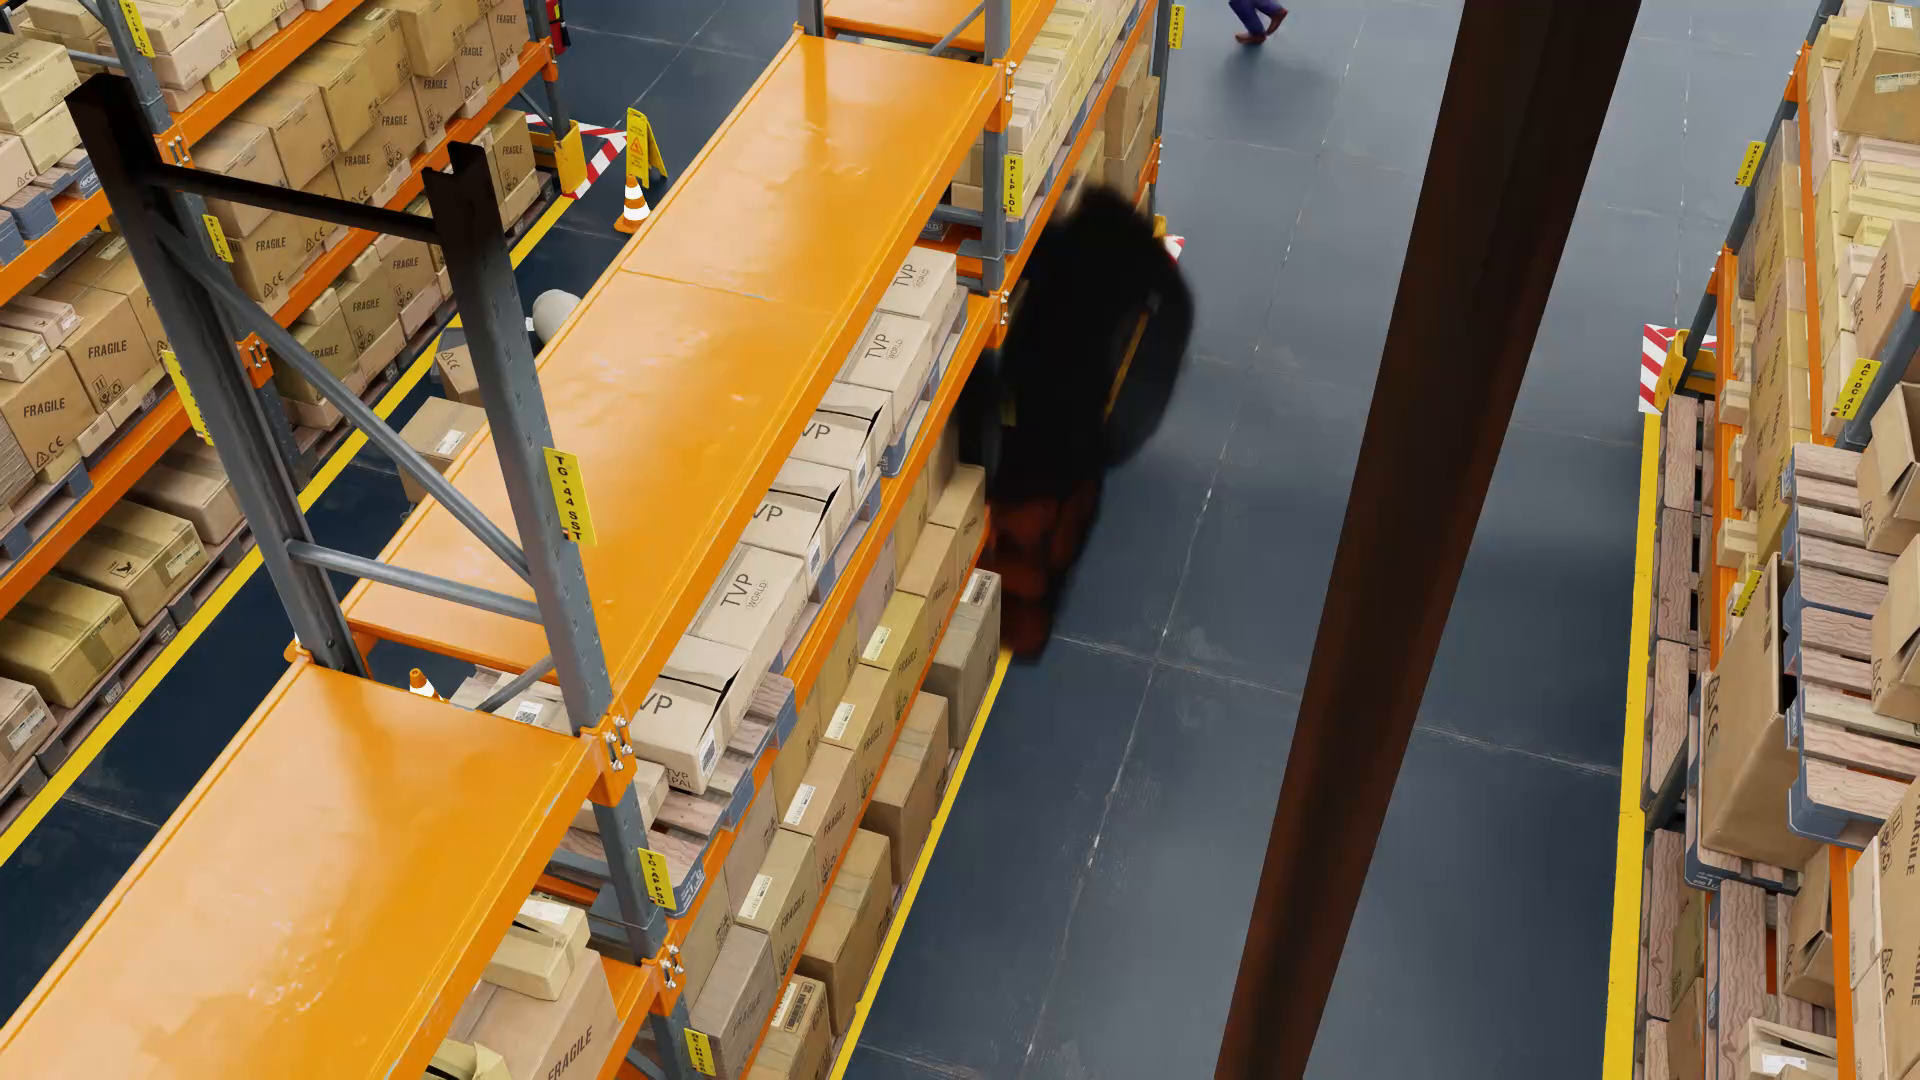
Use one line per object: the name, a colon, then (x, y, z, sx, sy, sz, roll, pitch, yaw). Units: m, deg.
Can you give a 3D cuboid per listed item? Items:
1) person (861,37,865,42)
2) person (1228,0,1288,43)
person: (-0.723, -4.844, 14.732, 0.725, 1.632, 0.540, 5, 46, 5)
person: (2.720, -5.339, 15.350, 0.811, 1.462, 0.627, 30, 53, 26)
